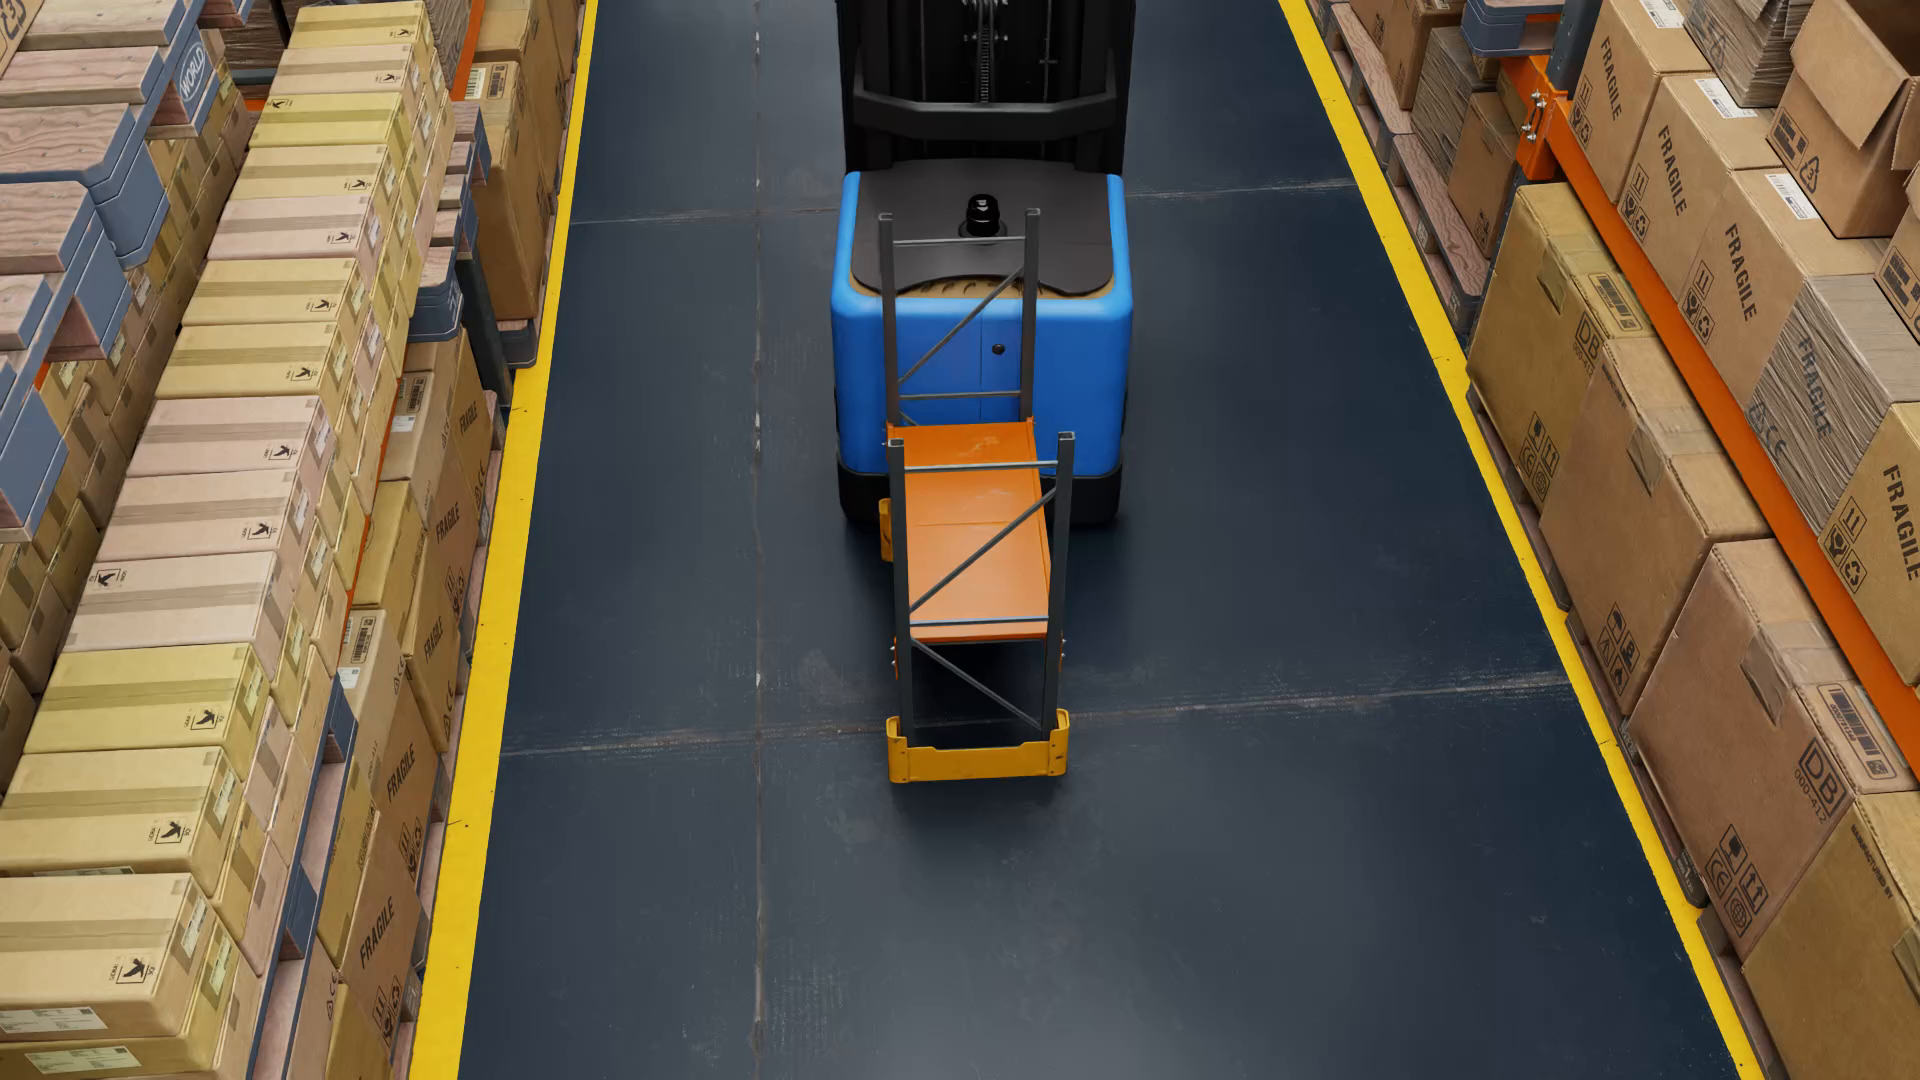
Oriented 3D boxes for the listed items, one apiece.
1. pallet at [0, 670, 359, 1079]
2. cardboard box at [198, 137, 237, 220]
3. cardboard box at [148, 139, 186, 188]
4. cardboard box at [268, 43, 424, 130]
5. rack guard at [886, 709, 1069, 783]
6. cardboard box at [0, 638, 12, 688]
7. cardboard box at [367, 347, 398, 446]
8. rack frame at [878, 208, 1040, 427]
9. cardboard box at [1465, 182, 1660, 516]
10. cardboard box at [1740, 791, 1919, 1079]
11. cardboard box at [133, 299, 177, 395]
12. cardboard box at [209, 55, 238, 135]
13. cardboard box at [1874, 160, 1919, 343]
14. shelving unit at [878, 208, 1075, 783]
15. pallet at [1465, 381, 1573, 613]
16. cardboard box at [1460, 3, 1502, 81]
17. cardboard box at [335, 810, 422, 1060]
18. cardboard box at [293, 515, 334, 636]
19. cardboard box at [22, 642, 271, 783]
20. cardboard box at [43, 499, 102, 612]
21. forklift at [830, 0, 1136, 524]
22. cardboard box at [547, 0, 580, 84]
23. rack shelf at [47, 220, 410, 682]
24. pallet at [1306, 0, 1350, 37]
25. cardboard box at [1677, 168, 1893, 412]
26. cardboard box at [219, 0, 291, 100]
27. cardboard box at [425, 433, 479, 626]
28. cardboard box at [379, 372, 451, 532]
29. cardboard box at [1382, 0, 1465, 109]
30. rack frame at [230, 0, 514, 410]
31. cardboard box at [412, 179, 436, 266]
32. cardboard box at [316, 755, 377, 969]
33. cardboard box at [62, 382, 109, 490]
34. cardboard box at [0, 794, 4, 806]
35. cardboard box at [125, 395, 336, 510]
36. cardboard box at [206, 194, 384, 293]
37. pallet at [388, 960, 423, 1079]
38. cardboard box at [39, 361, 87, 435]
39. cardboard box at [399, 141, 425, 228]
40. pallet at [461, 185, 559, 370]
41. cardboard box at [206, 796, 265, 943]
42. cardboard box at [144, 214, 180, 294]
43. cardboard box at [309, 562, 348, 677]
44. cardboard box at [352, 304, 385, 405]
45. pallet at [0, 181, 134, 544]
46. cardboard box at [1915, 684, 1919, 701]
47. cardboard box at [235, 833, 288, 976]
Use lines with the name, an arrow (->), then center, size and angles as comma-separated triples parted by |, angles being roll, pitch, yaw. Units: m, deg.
pallet -> -1.911, 0.821, 3.539 | 1.003, 0.211, 1.213 | -3, 47, -3
cardboard box -> -2.468, -1.105, 5.115 | 0.380, 0.149, 0.250 | -1, 47, -1
cardboard box -> -2.440, -1.122, 4.721 | 0.380, 0.149, 0.250 | -4, 47, -4
cardboard box -> -1.810, -1.331, 4.919 | 0.380, 0.149, 0.250 | -4, 47, -4
rack guard -> 0.057, 0.675, 5.439 | 0.587, 0.250, 0.087 | -2, 47, -2
cardboard box -> -2.291, 0.313, 3.567 | 0.380, 0.149, 0.250 | -5, 47, -5
cardboard box -> -1.726, -0.378, 4.426 | 0.380, 0.149, 0.250 | -2, 47, -2
rack frame -> -0.002, -0.491, 5.682 | 0.500, 1.500, 0.032 | -2, 47, -2
cardboard box -> 2.661, -0.719, 6.039 | 1.225, 0.875, 0.875 | -5, 47, -5
cardboard box -> 2.885, 1.213, 4.210 | 1.225, 0.875, 0.875 | -3, 47, -3
cardboard box -> -2.397, -0.523, 4.563 | 0.380, 0.149, 0.250 | -2, 47, -2
cardboard box -> -2.487, -1.376, 5.166 | 0.380, 0.149, 0.250 | -2, 47, -2
cardboard box -> 2.783, -0.699, 4.086 | 0.797, 0.503, 0.637 | -2, 47, -2
shelving unit -> 0.028, -0.116, 5.327 | 0.587, 1.500, 1.083 | -2, 47, -2
pallet -> 2.615, -0.272, 6.362 | 1.003, 0.211, 1.213 | -3, 47, -3
cardboard box -> 2.483, -2.222, 7.190 | 0.500, 0.250, 0.500 | 1, 47, 1
cardboard box -> -1.836, 1.098, 4.576 | 0.500, 0.500, 0.500 | -2, 47, -1
cardboard box -> -1.660, 0.086, 3.781 | 0.380, 0.149, 0.250 | -2, 47, -2
cardboard box -> -1.615, 0.354, 3.323 | 0.380, 0.149, 0.250 | -3, 47, -3
cardboard box -> -2.335, 0.041, 4.029 | 0.380, 0.149, 0.250 | -2, 47, -2
forklift -> 0.099, -2.123, 6.242 | 1.130, 2.935, 3.031 | 1, 47, 1
cardboard box -> -2.443, -2.701, 8.002 | 1.050, 0.750, 0.750 | -3, 47, -3
rack shelf -> -2.160, 0.117, 4.569 | 1.077, 0.370, 4.000 | -3, 47, -3
pallet -> 2.356, -3.178, 9.114 | 1.003, 0.211, 1.213 | -3, 47, -3
cardboard box -> 2.485, -0.729, 4.805 | 0.500, 0.500, 0.500 | -4, 47, -4
cardboard box -> -2.632, -1.921, 5.935 | 0.500, 0.500, 0.500 | -3, 47, -3
cardboard box -> -1.972, -0.026, 5.641 | 0.500, 0.500, 0.500 | -2, 47, -2
cardboard box -> -1.955, -0.277, 5.362 | 0.500, 0.250, 0.500 | -3, 47, -3
cardboard box -> 2.434, -2.391, 7.868 | 0.700, 0.500, 0.500 | 0, 47, 0
rack frame -> -2.327, -1.577, 5.678 | 1.000, 3.000, 0.127 | -3, 47, -3
cardboard box -> -1.787, -0.941, 4.959 | 0.380, 0.149, 0.250 | -3, 47, -3
cardboard box -> -1.838, 0.838, 4.306 | 0.500, 0.250, 0.500 | -2, 47, -2
cardboard box -> -2.351, -0.249, 4.099 | 0.380, 0.149, 0.250 | -2, 47, -2
cardboard box -> -2.264, 0.615, 3.485 | 0.380, 0.149, 0.250 | -4, 47, -3
cardboard box -> -1.676, -0.194, 3.842 | 0.380, 0.149, 0.250 | -2, 47, -2
cardboard box -> -1.748, -0.774, 4.391 | 0.380, 0.149, 0.250 | -3, 47, -3
pallet -> -2.059, 1.712, 4.483 | 1.003, 0.211, 1.213 | -3, 47, -3
cardboard box -> -2.353, -0.362, 4.001 | 0.380, 0.149, 0.250 | -4, 47, -4
cardboard box -> -1.783, -1.025, 4.834 | 0.380, 0.149, 0.250 | -2, 47, -2
pallet -> -2.318, -1.194, 7.235 | 1.003, 0.211, 1.213 | -3, 47, -3
cardboard box -> -1.591, 0.656, 3.242 | 0.380, 0.149, 0.250 | -4, 47, -4
cardboard box -> -2.415, -0.804, 4.625 | 0.380, 0.149, 0.250 | -3, 47, -3
cardboard box -> -1.655, 0.198, 3.880 | 0.380, 0.149, 0.250 | -5, 47, -5
cardboard box -> -1.722, -0.475, 4.313 | 0.380, 0.149, 0.250 | -2, 47, -2
pallet -> -1.938, -0.103, 2.345 | 1.213, 0.211, 1.003 | -3, 47, -3
cardboard box -> 2.613, 0.374, 3.761 | 0.500, 0.500, 0.500 | -2, 47, -2
cardboard box -> -1.596, 0.745, 3.362 | 0.380, 0.149, 0.250 | -3, 47, -3
